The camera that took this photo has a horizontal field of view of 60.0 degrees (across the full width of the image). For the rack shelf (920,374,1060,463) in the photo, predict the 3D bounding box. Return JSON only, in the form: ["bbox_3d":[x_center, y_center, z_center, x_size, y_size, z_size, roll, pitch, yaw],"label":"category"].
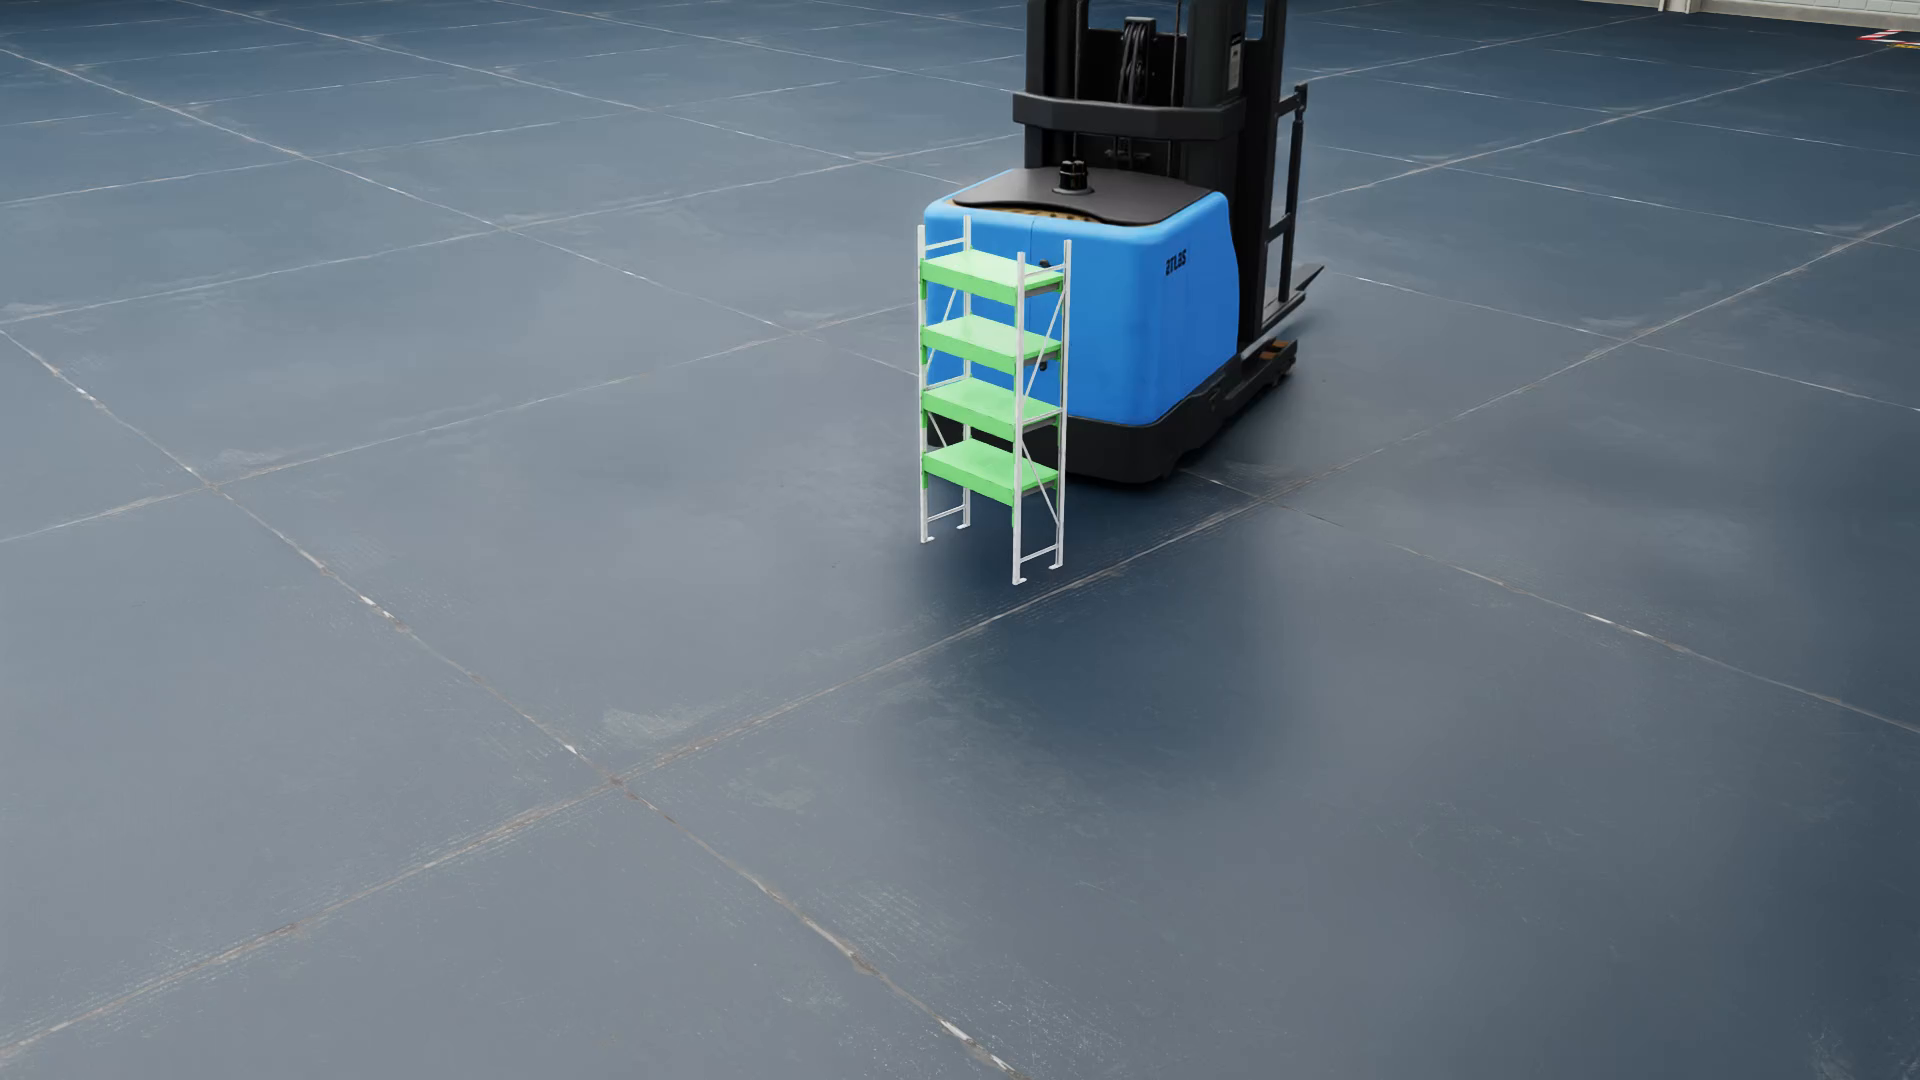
[{"bbox_3d":[0.113,-0.438,5.918,0.258,0.148,0.480,-21,32,-38],"label":"rack shelf"}]

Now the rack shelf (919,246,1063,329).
[{"bbox_3d":[0.113,-0.874,5.718,0.258,0.148,0.480,-21,32,-38],"label":"rack shelf"}]

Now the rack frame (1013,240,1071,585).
[{"bbox_3d":[0.280,-0.422,5.729,0.240,1.200,0.015,-21,32,-38],"label":"rack frame"}]

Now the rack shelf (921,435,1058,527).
[{"bbox_3d":[0.113,-0.219,6.017,0.258,0.148,0.480,-21,32,-38],"label":"rack shelf"}]

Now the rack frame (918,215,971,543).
[{"bbox_3d":[-0.054,-0.570,6.053,0.240,1.200,0.015,-21,32,-38],"label":"rack frame"}]

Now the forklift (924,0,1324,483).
[{"bbox_3d":[0.969,-2.133,7.394,1.130,2.935,3.031,12,27,25],"label":"forklift"}]

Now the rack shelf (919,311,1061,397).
[{"bbox_3d":[0.113,-0.656,5.818,0.258,0.148,0.480,-21,32,-38],"label":"rack shelf"}]

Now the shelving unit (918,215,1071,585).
[{"bbox_3d":[0.113,-0.496,5.891,0.258,1.200,0.503,-21,32,-38],"label":"shelving unit"}]

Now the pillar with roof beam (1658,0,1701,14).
[{"bbox_3d":[5.787,-9.442,16.104,9.100,9.000,0.400,-21,32,-38],"label":"pillar with roof beam"}]
